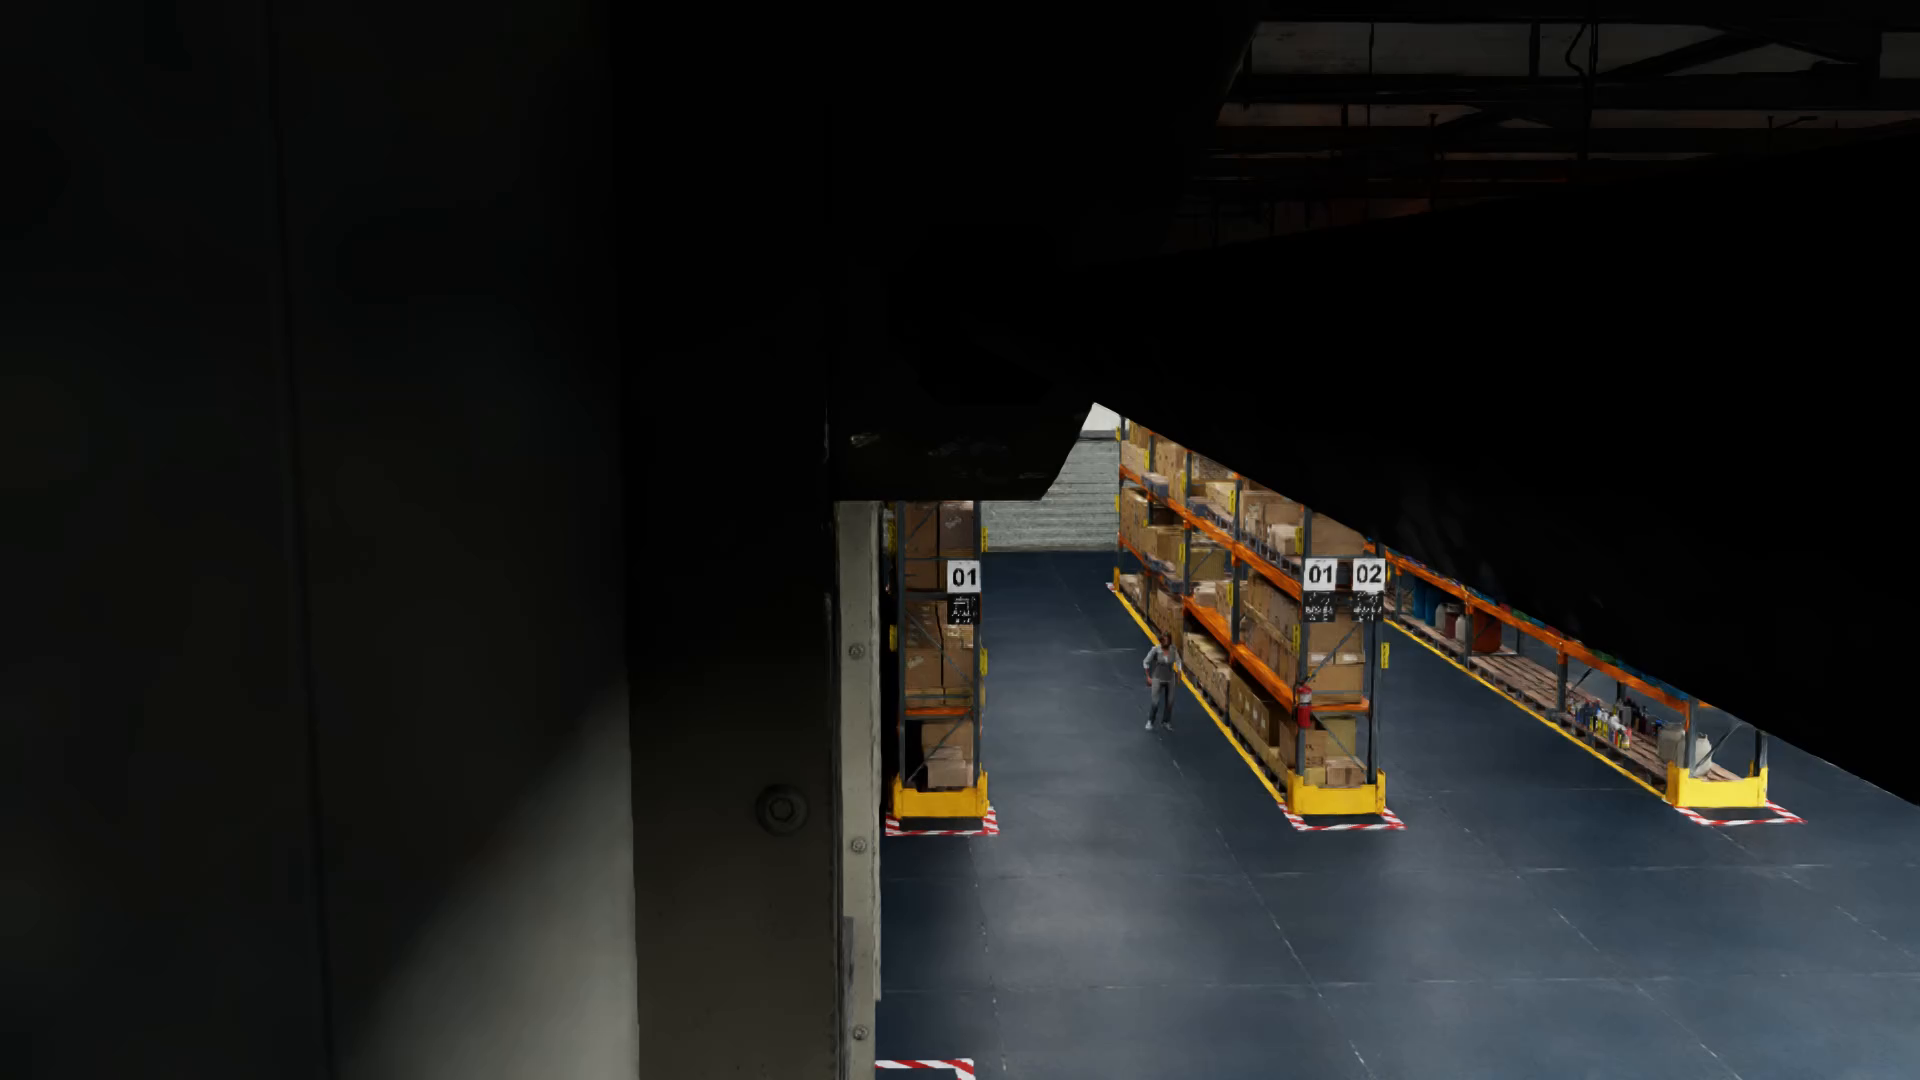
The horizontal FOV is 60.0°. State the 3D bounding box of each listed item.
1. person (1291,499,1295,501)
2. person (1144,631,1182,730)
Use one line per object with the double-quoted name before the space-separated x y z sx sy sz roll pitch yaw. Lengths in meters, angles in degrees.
"person" 8.060 -0.332 40.159 0.453 1.792 0.686 4 9 28
"person" 2.982 2.063 24.494 0.566 1.541 0.519 -1 8 -5
